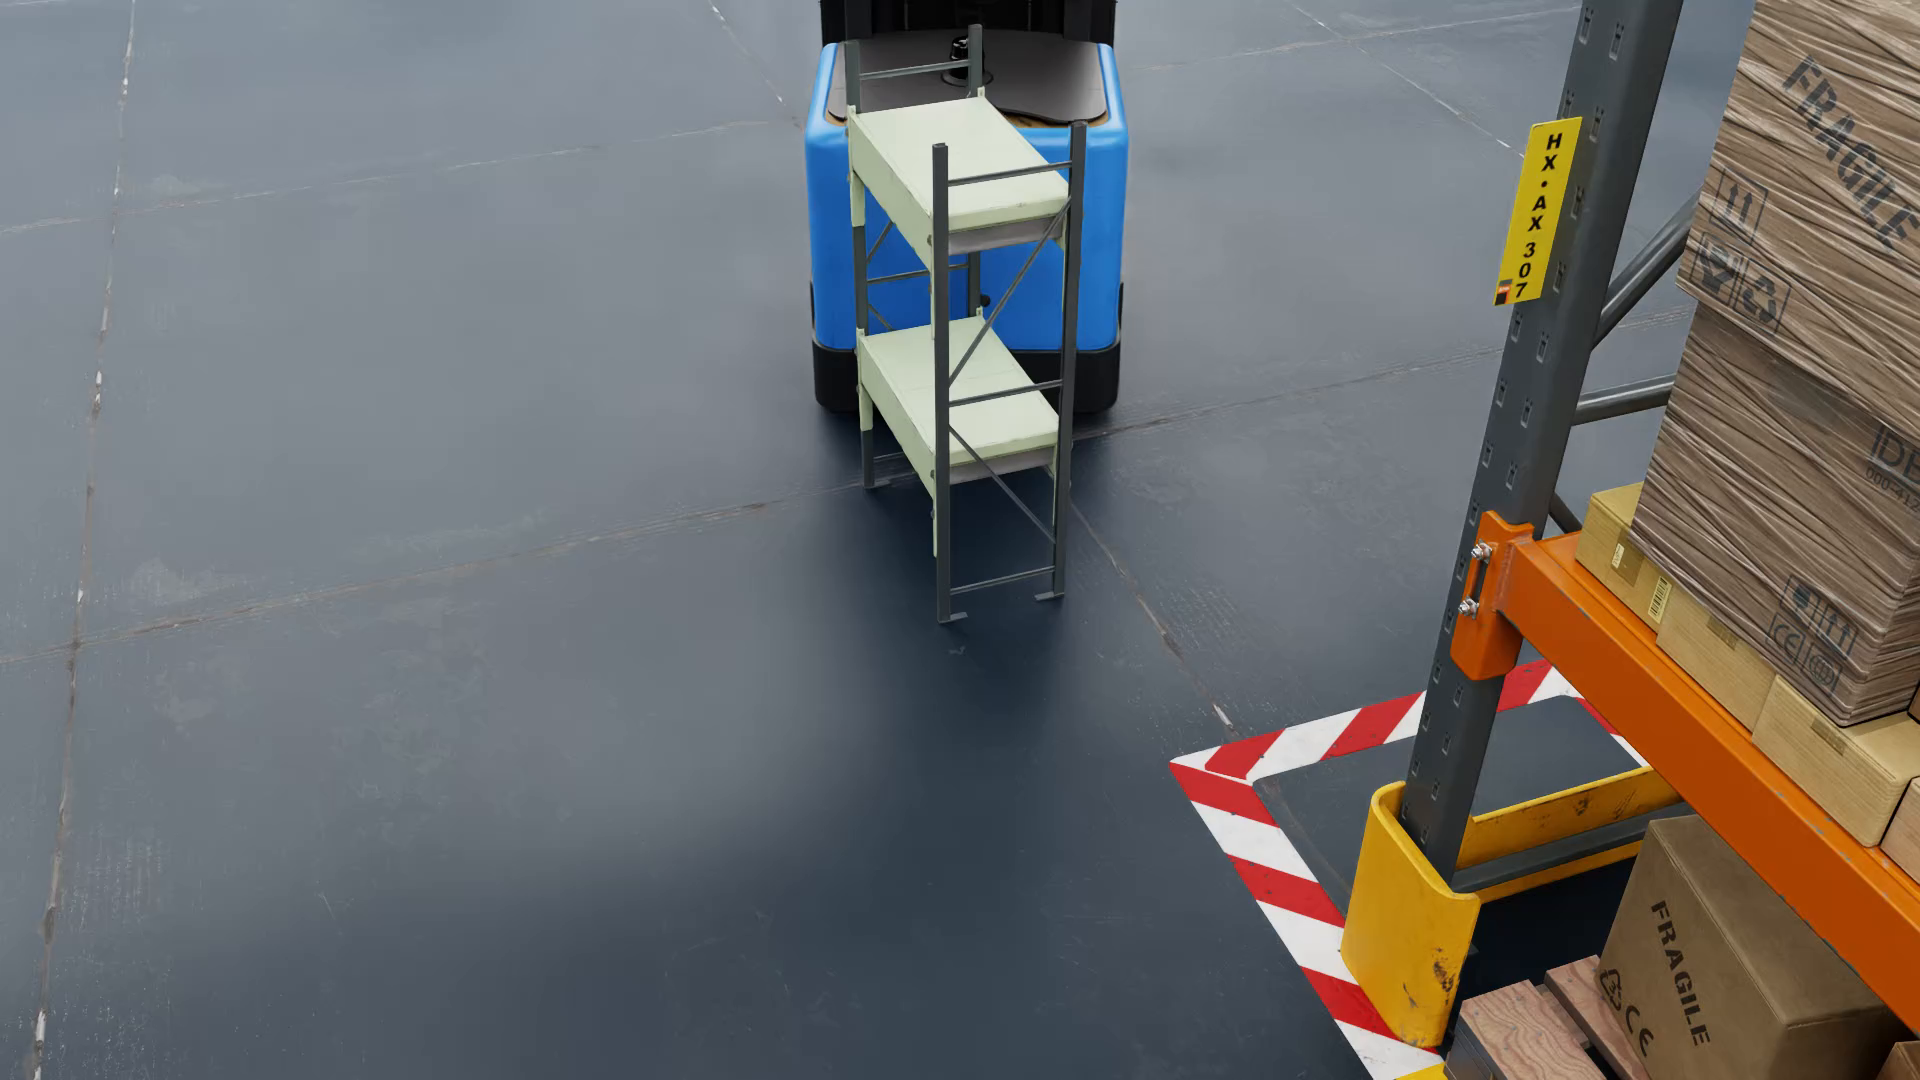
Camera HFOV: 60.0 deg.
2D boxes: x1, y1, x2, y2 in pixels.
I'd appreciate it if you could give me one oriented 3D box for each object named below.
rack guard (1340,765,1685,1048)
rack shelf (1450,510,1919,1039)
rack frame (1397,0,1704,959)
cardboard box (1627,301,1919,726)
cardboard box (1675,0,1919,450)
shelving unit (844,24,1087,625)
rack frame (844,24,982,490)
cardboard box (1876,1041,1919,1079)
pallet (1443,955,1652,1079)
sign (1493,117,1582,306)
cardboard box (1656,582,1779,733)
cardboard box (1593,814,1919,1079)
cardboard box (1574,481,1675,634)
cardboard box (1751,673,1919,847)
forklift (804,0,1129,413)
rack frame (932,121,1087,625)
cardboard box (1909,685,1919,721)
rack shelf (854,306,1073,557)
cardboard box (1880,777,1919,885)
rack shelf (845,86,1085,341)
[{"bbox_3d":[1.492,0.735,3.858,1.175,0.500,0.348,-12,39,-16],"label":"rack guard"},{"bbox_3d":[2.155,1.111,1.880,1.077,0.370,4.000,-12,39,-16],"label":"rack shelf"},{"bbox_3d":[1.466,-0.306,3.163,1.000,3.000,0.127,-12,39,-16],"label":"rack frame"},{"bbox_3d":[1.630,-0.148,2.624,0.875,0.500,0.500,-12,39,-16],"label":"cardboard box"},{"bbox_3d":[1.400,-0.497,2.255,0.500,0.500,0.500,-12,39,-16],"label":"cardboard box"},{"bbox_3d":[-0.002,-0.603,4.804,0.431,1.500,0.755,-12,39,-16],"label":"shelving unit"},{"bbox_3d":[-0.128,-0.810,5.078,0.400,1.500,0.023,-12,39,-16],"label":"rack frame"},{"bbox_3d":[1.903,1.211,2.877,0.500,0.500,0.500,-3,37,-4],"label":"cardboard box"},{"bbox_3d":[1.739,1.317,3.326,1.003,0.211,1.213,-12,39,-16],"label":"pallet"},{"bbox_3d":[0.957,-0.539,2.754,0.100,0.325,0.005,-12,39,-16],"label":"sign"},{"bbox_3d":[1.409,0.150,2.767,0.380,0.149,0.250,-12,39,-16],"label":"cardboard box"},{"bbox_3d":[1.665,0.881,3.316,0.500,0.500,0.500,-6,37,-7],"label":"cardboard box"},{"bbox_3d":[1.341,0.005,2.960,0.380,0.149,0.250,-12,39,-16],"label":"cardboard box"},{"bbox_3d":[1.481,0.294,2.575,0.380,0.149,0.250,-12,39,-16],"label":"cardboard box"},{"bbox_3d":[0.031,-2.462,6.083,1.130,2.935,3.031,0,37,0],"label":"forklift"},{"bbox_3d":[0.124,-0.396,4.529,0.400,1.500,0.023,-12,39,-16],"label":"rack frame"},{"bbox_3d":[1.914,0.109,2.282,0.875,0.500,0.500,-12,39,-16],"label":"cardboard box"},{"bbox_3d":[-0.002,-0.342,5.000,0.431,0.370,0.720,-12,39,-16],"label":"rack shelf"},{"bbox_3d":[1.586,0.431,2.393,0.380,0.149,0.250,-12,39,-16],"label":"cardboard box"},{"bbox_3d":[-0.002,-0.915,4.569,0.431,0.370,0.720,-12,39,-16],"label":"rack shelf"}]
